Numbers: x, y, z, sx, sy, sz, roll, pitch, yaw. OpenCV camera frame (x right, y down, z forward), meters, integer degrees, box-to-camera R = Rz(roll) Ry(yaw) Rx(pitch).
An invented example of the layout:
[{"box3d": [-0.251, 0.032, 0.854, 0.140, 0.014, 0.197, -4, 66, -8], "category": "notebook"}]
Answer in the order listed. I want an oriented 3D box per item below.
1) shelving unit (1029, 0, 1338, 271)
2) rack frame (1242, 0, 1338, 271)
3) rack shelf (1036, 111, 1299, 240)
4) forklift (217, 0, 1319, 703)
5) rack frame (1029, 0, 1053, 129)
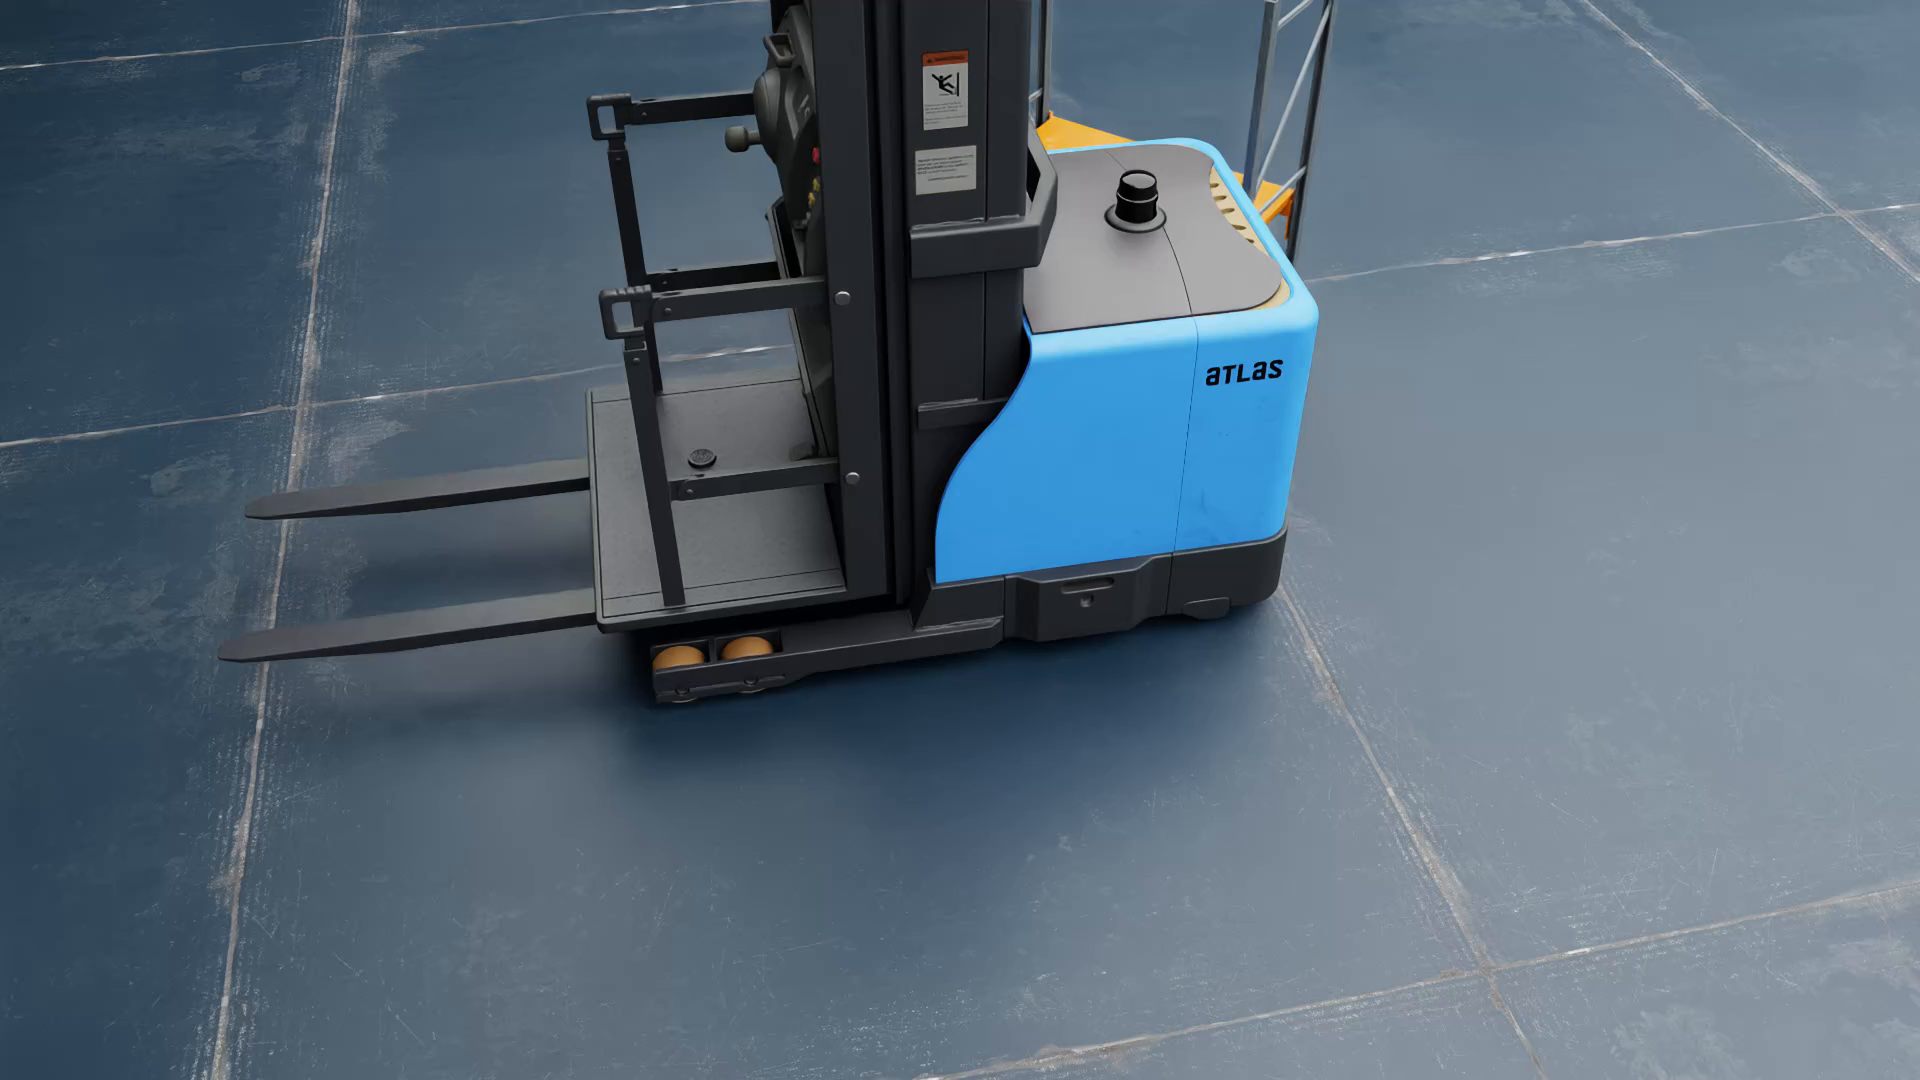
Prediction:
[{"box3d": [0.601, -1.285, 5.568, 1.083, 1.500, 0.587, 24, 47, 24], "category": "shelving unit"}, {"box3d": [1.017, -1.102, 5.361, 0.032, 1.500, 0.500, 24, 47, 24], "category": "rack frame"}, {"box3d": [0.594, -1.154, 5.692, 1.000, 0.185, 0.538, 24, 47, 24], "category": "rack shelf"}, {"box3d": [-0.611, -1.016, 4.187, 3.031, 2.935, 1.130, -7, 42, -8], "category": "forklift"}, {"box3d": [0.171, -1.476, 5.783, 0.032, 1.500, 0.500, 24, 47, 24], "category": "rack frame"}]
